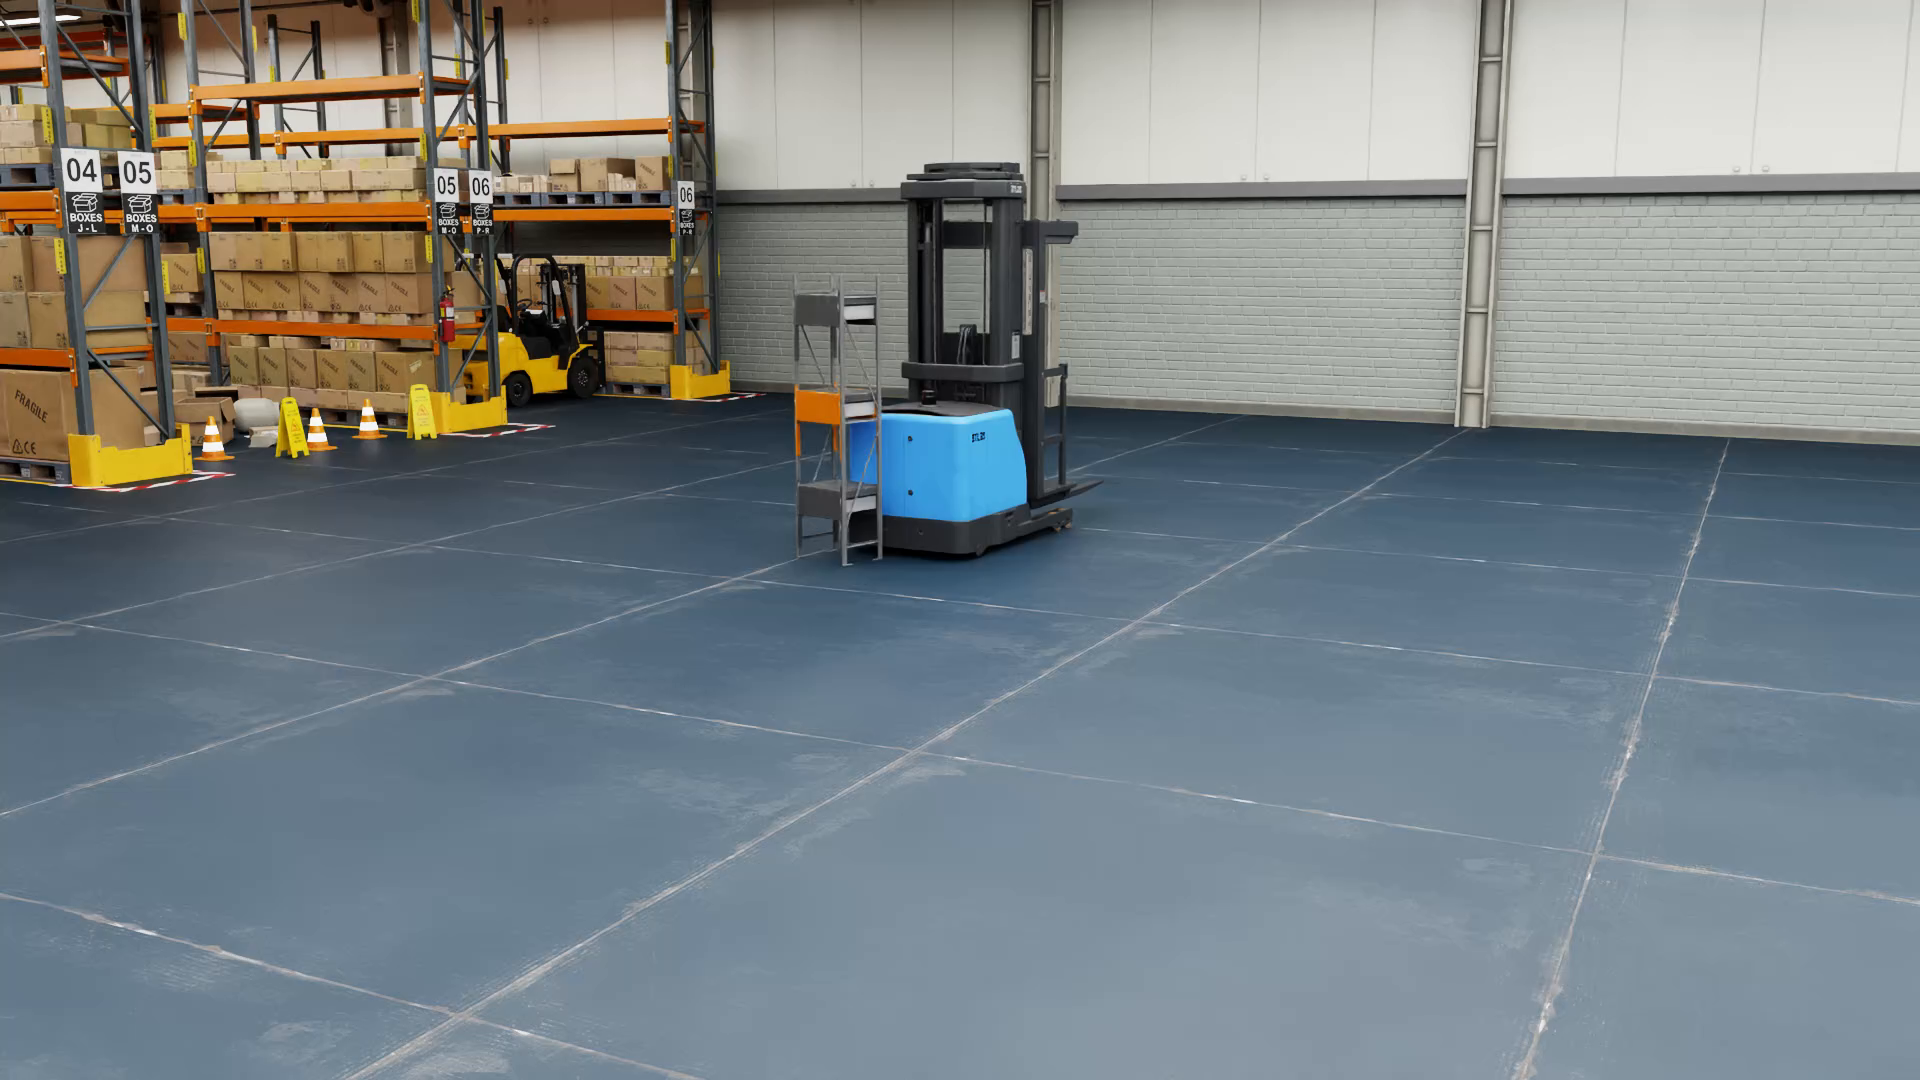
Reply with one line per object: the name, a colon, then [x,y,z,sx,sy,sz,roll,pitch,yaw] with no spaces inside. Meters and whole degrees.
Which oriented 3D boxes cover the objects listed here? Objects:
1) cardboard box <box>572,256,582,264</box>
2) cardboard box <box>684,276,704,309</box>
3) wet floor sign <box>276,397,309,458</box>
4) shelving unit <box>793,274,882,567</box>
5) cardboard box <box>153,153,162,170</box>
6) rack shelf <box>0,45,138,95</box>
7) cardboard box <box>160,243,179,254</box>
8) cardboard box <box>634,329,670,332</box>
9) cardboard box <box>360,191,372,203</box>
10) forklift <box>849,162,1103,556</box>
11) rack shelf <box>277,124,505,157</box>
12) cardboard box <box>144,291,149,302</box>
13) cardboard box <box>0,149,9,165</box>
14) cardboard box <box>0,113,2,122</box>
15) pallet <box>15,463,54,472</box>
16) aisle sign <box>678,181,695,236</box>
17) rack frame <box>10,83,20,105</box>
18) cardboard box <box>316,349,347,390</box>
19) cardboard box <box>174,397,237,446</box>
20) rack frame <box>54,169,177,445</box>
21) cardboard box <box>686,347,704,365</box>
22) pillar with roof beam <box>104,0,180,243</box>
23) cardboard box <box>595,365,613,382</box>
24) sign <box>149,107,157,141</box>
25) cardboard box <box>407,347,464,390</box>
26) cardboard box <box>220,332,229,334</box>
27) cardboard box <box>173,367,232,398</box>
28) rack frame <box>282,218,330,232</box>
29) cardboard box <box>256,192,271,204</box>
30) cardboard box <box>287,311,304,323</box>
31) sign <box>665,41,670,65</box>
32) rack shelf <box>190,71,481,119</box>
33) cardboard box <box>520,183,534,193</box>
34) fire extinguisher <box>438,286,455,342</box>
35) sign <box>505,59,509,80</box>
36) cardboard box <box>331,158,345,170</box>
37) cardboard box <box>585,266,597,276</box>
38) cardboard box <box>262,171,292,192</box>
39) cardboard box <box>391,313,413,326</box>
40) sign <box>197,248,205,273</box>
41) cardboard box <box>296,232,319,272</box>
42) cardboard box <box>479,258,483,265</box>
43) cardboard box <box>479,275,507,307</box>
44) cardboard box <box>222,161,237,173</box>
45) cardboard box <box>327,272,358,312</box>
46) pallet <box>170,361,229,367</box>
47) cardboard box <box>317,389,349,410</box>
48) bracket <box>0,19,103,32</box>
cardboard box: [-5.771,-4.311,25.688,0.250,0.149,0.380,5,11,27]
cardboard box: [-4.300,-3.814,25.600,0.500,0.500,0.500,5,12,28]
wet floor sign: [-7.369,-1.245,18.299,0.232,0.644,0.267,3,11,16]
shelving unit: [-0.899,-0.893,12.267,0.503,2.100,0.431,9,14,42]
cardboard box: [-11.259,-5.161,22.737,0.500,0.250,0.500,5,12,27]
rack shelf: [-10.064,-4.649,16.791,4.000,0.370,1.077,5,11,26]
cardboard box: [-10.896,-3.977,22.668,0.250,0.149,0.380,5,11,24]
cardboard box: [-4.775,-3.134,25.857,0.500,0.250,0.500,5,11,26]
cardboard box: [-7.273,-4.296,20.824,0.250,0.149,0.380,5,11,26]
forklift: [0.284,-1.545,13.535,1.130,2.935,3.031,5,12,27]
rack shelf: [-9.359,-6.555,27.326,4.000,0.370,1.077,5,11,26]
cardboard box: [-11.048,-3.341,22.792,0.250,0.149,0.380,5,11,26]
cardboard box: [-9.175,-3.710,16.131,0.250,0.149,0.380,5,11,27]
cardboard box: [-9.176,-4.103,16.061,0.250,0.149,0.380,5,12,27]
pallet: [-10.113,-0.864,17.414,1.213,0.211,1.003,5,11,26]
aisle sign: [-4.049,-4.908,24.629,0.004,0.787,0.394,5,11,26]
rack frame: [-18.327,-7.894,31.580,0.127,3.000,1.000,5,11,26]
cardboard box: [-7.924,-2.214,21.476,0.500,0.500,0.500,5,11,24]
cardboard box: [-8.867,-1.394,19.519,0.637,0.503,0.797,-2,11,-14]
rack frame: [-8.271,-2.090,16.354,0.127,3.000,1.000,5,11,26]
cardboard box: [-4.308,-2.851,25.699,0.500,0.250,0.500,5,12,27]
pillar with roof beam: [-16.870,-7.090,27.138,0.548,9.000,9.100,5,11,26]
cardboard box: [-5.426,-2.603,25.732,0.500,0.250,0.500,5,11,26]
sign: [-8.020,-4.123,16.489,0.005,0.325,0.100,5,11,26]
cardboard box: [-6.794,-2.220,21.512,0.500,0.500,0.500,5,11,24]
cardboard box: [-12.884,-3.715,29.352,0.250,0.149,0.380,4,11,23]
cardboard box: [-10.230,-2.158,22.931,0.625,0.372,0.950,5,11,27]
rack frame: [-11.153,-4.312,28.631,0.127,3.000,1.000,5,11,26]
cardboard box: [-8.899,-4.435,21.593,0.250,0.149,0.380,5,12,28]
cardboard box: [-8.475,-2.902,21.545,0.250,0.149,0.380,5,11,26]
sign: [-4.231,-7.046,24.051,0.005,0.325,0.100,5,11,26]
rack shelf: [-7.965,-5.642,21.167,4.000,0.370,1.077,5,11,26]
cardboard box: [-6.608,-5.460,25.801,0.250,0.149,0.380,5,12,28]
fire extinguisher: [-6.272,-2.768,20.317,0.183,0.674,0.296,5,11,26]
sign: [-7.298,-7.573,26.737,0.005,0.325,0.100,5,11,26]
cardboard box: [-7.700,-4.730,20.984,0.250,0.149,0.380,5,11,24]
cardboard box: [-5.574,-4.129,25.522,0.250,0.149,0.380,5,11,26]
cardboard box: [-8.575,-4.593,21.349,0.500,0.250,0.500,5,11,26]
cardboard box: [-6.878,-2.762,20.775,0.250,0.149,0.380,5,11,25]
sign: [-10.001,-3.684,21.914,0.005,0.325,0.100,5,11,26]
cardboard box: [-8.065,-3.708,21.370,0.500,0.500,0.700,5,11,25]
cardboard box: [-7.411,-4.439,26.396,0.250,0.149,0.380,5,12,27]
cardboard box: [-7.283,-3.969,26.457,0.500,0.500,0.500,5,11,24]
cardboard box: [-9.374,-4.856,21.680,0.250,0.149,0.380,5,12,28]
cardboard box: [-7.674,-3.163,21.167,0.500,0.500,0.500,5,11,26]
pallet: [-13.993,-3.197,30.301,1.213,0.211,1.003,5,11,26]
cardboard box: [-7.948,-1.845,21.544,0.500,0.250,0.500,5,11,24]
bracket: [-17.805,-9.728,31.606,4.783,0.066,0.076,5,11,26]
